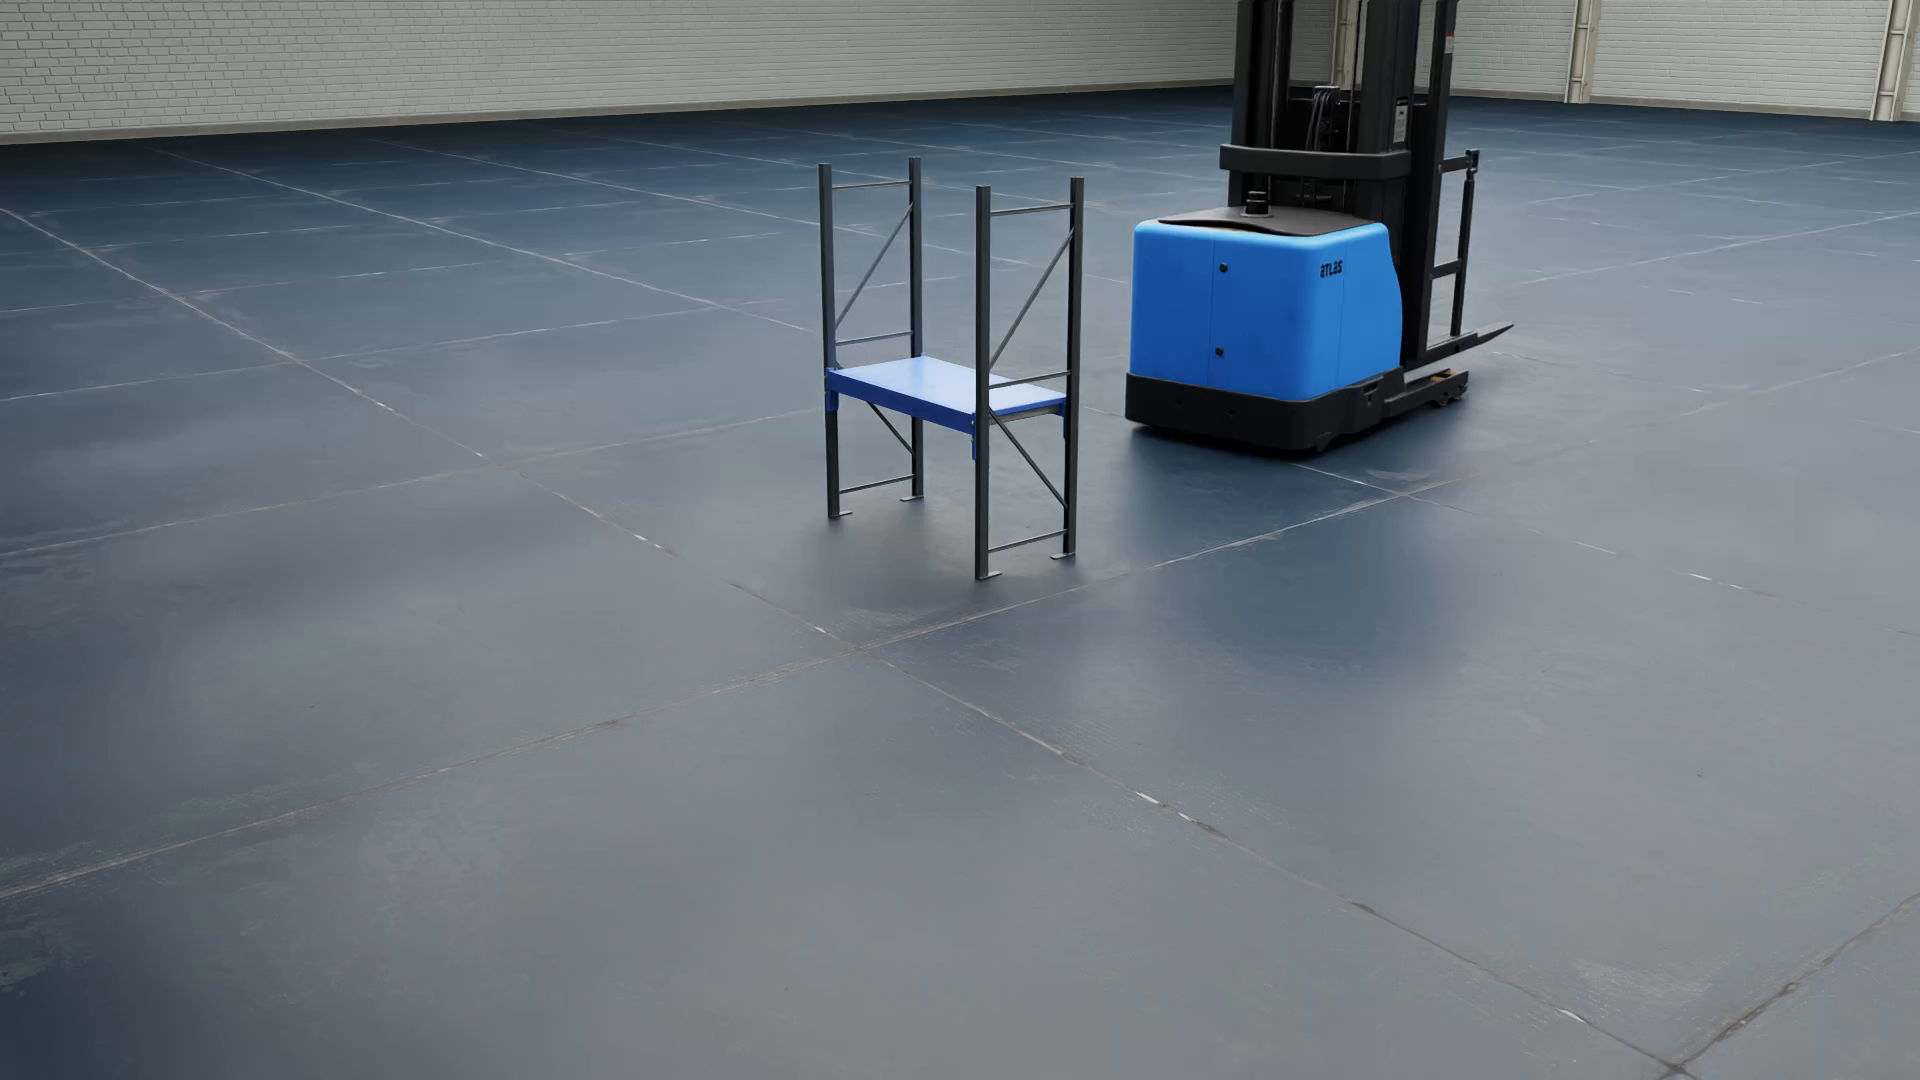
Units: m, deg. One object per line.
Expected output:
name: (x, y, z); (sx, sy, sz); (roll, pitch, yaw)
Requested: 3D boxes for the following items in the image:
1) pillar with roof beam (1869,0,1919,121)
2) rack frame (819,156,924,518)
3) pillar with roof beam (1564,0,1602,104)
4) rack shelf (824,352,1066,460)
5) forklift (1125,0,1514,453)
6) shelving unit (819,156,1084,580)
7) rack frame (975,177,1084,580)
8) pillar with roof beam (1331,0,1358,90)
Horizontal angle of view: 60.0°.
pillar with roof beam: (12.789, -10.769, 25.110); (9.100, 9.000, 0.400); (-14, 23, -36)
rack frame: (-0.369, -0.858, 7.110); (0.500, 1.500, 0.032); (-14, 23, -36)
pillar with roof beam: (9.064, -12.247, 29.575); (9.100, 9.000, 0.400); (-14, 23, -36)
rack shelf: (-0.053, -0.562, 6.788); (0.538, 0.185, 1.000); (-14, 23, -36)
forklift: (2.179, -2.211, 8.918); (1.130, 2.935, 3.031); (15, 23, 37)
shelving unit: (-0.053, -0.733, 6.732); (0.538, 1.500, 1.048); (-14, 23, -36)
rack frame: (0.263, -0.608, 6.354); (0.500, 1.500, 0.032); (-14, 23, -36)
pillar with roof beam: (5.338, -13.726, 34.040); (9.100, 9.000, 0.400); (-14, 23, -36)
